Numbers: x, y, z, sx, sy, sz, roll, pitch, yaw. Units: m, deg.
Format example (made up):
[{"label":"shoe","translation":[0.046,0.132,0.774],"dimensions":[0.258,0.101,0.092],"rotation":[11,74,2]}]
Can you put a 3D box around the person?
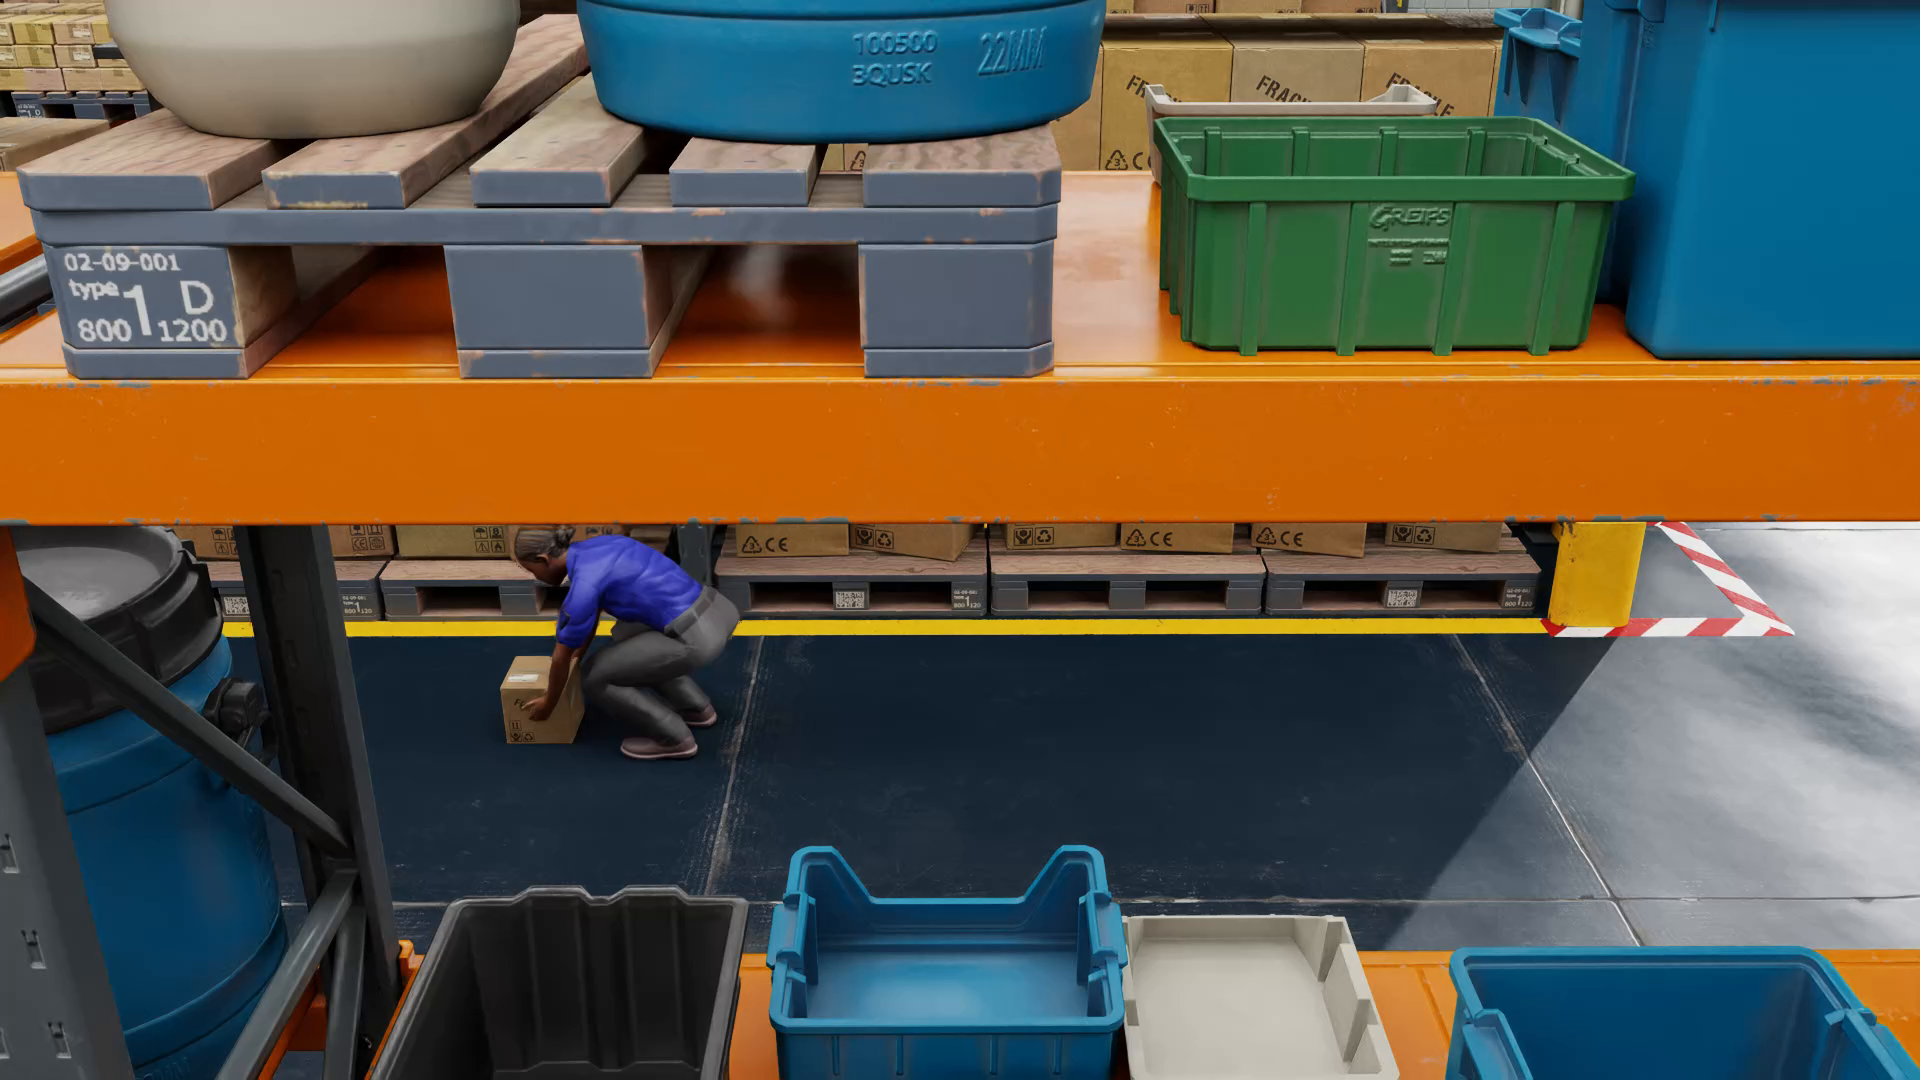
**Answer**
[{"label":"person","translation":[-1.250,0.354,6.242],"dimensions":[0.818,0.911,0.483],"rotation":[4,25,8]}]
